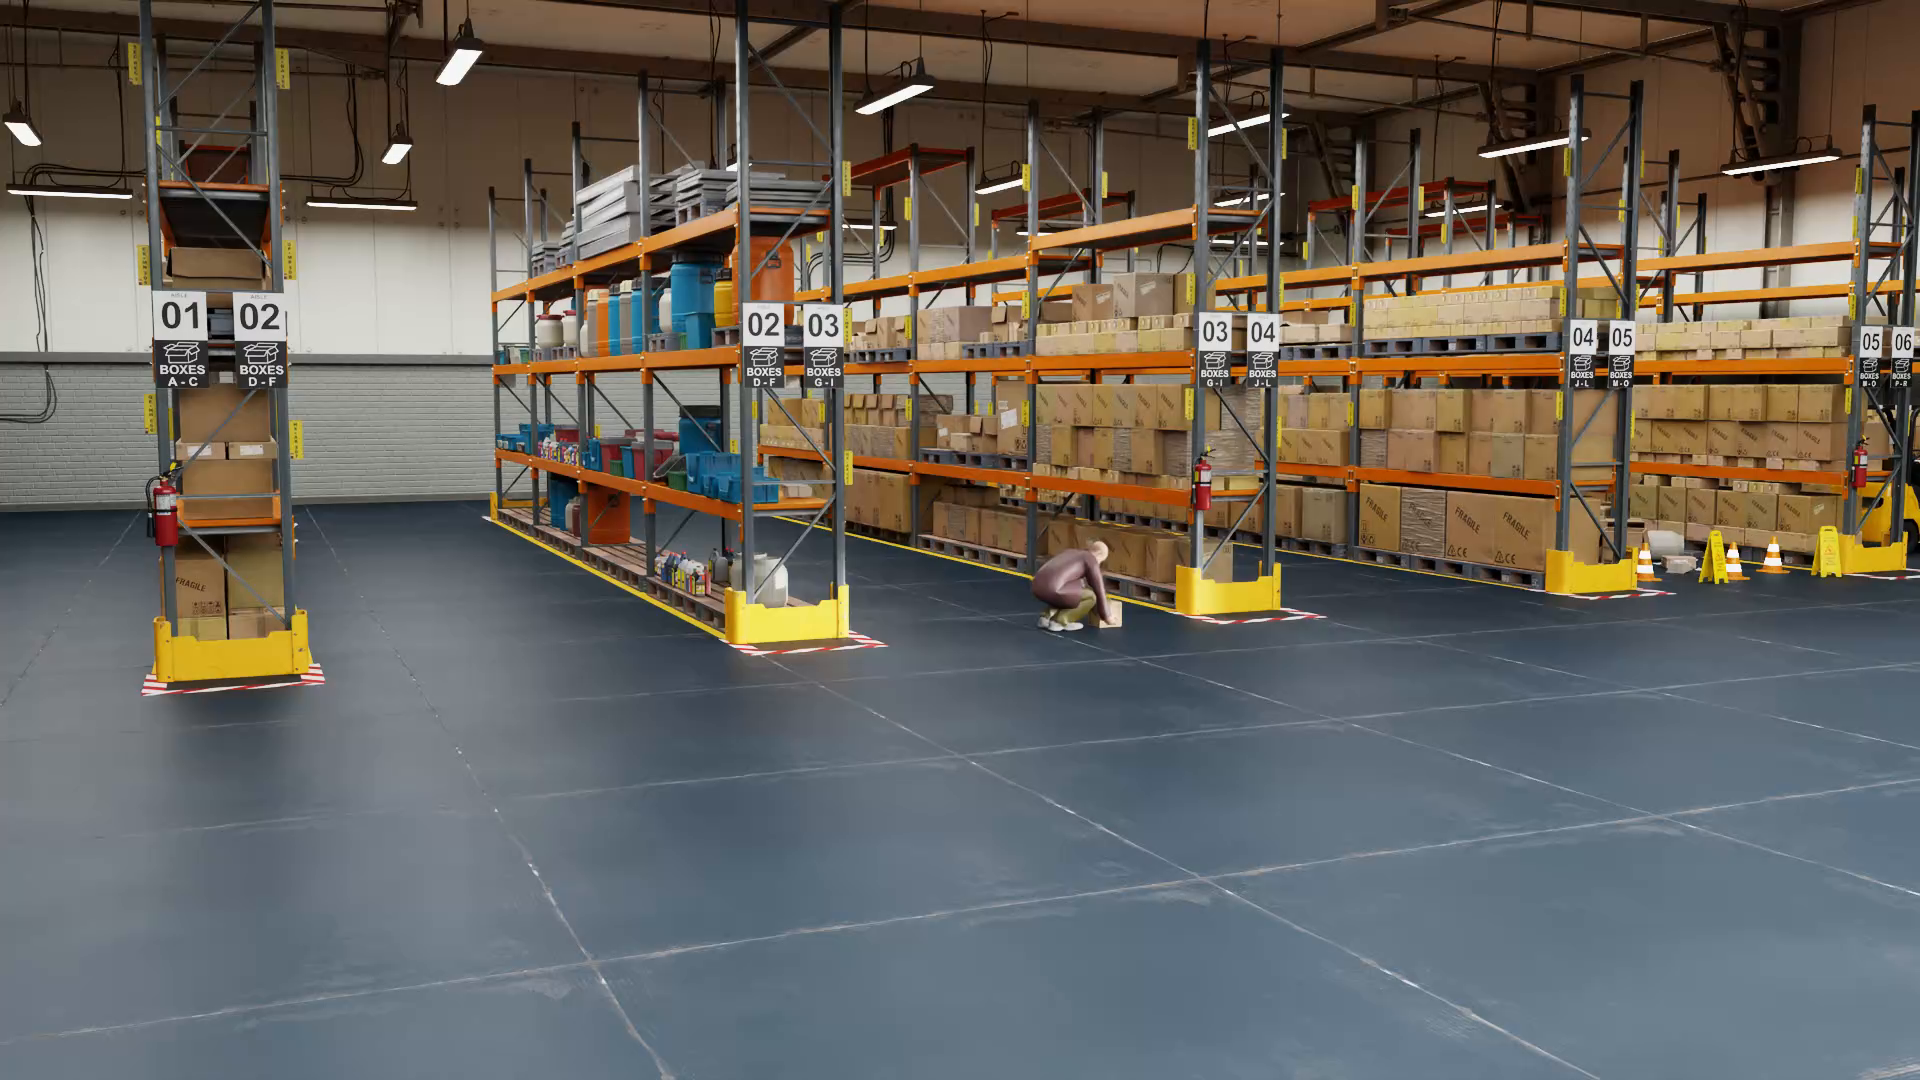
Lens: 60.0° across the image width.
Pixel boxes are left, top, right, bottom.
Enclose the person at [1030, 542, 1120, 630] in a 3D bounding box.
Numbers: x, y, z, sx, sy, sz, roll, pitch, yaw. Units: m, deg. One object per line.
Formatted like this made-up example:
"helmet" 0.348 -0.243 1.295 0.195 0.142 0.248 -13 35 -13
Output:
"person" 1.141 0.491 16.729 0.909 0.855 0.595 -2 6 -24
